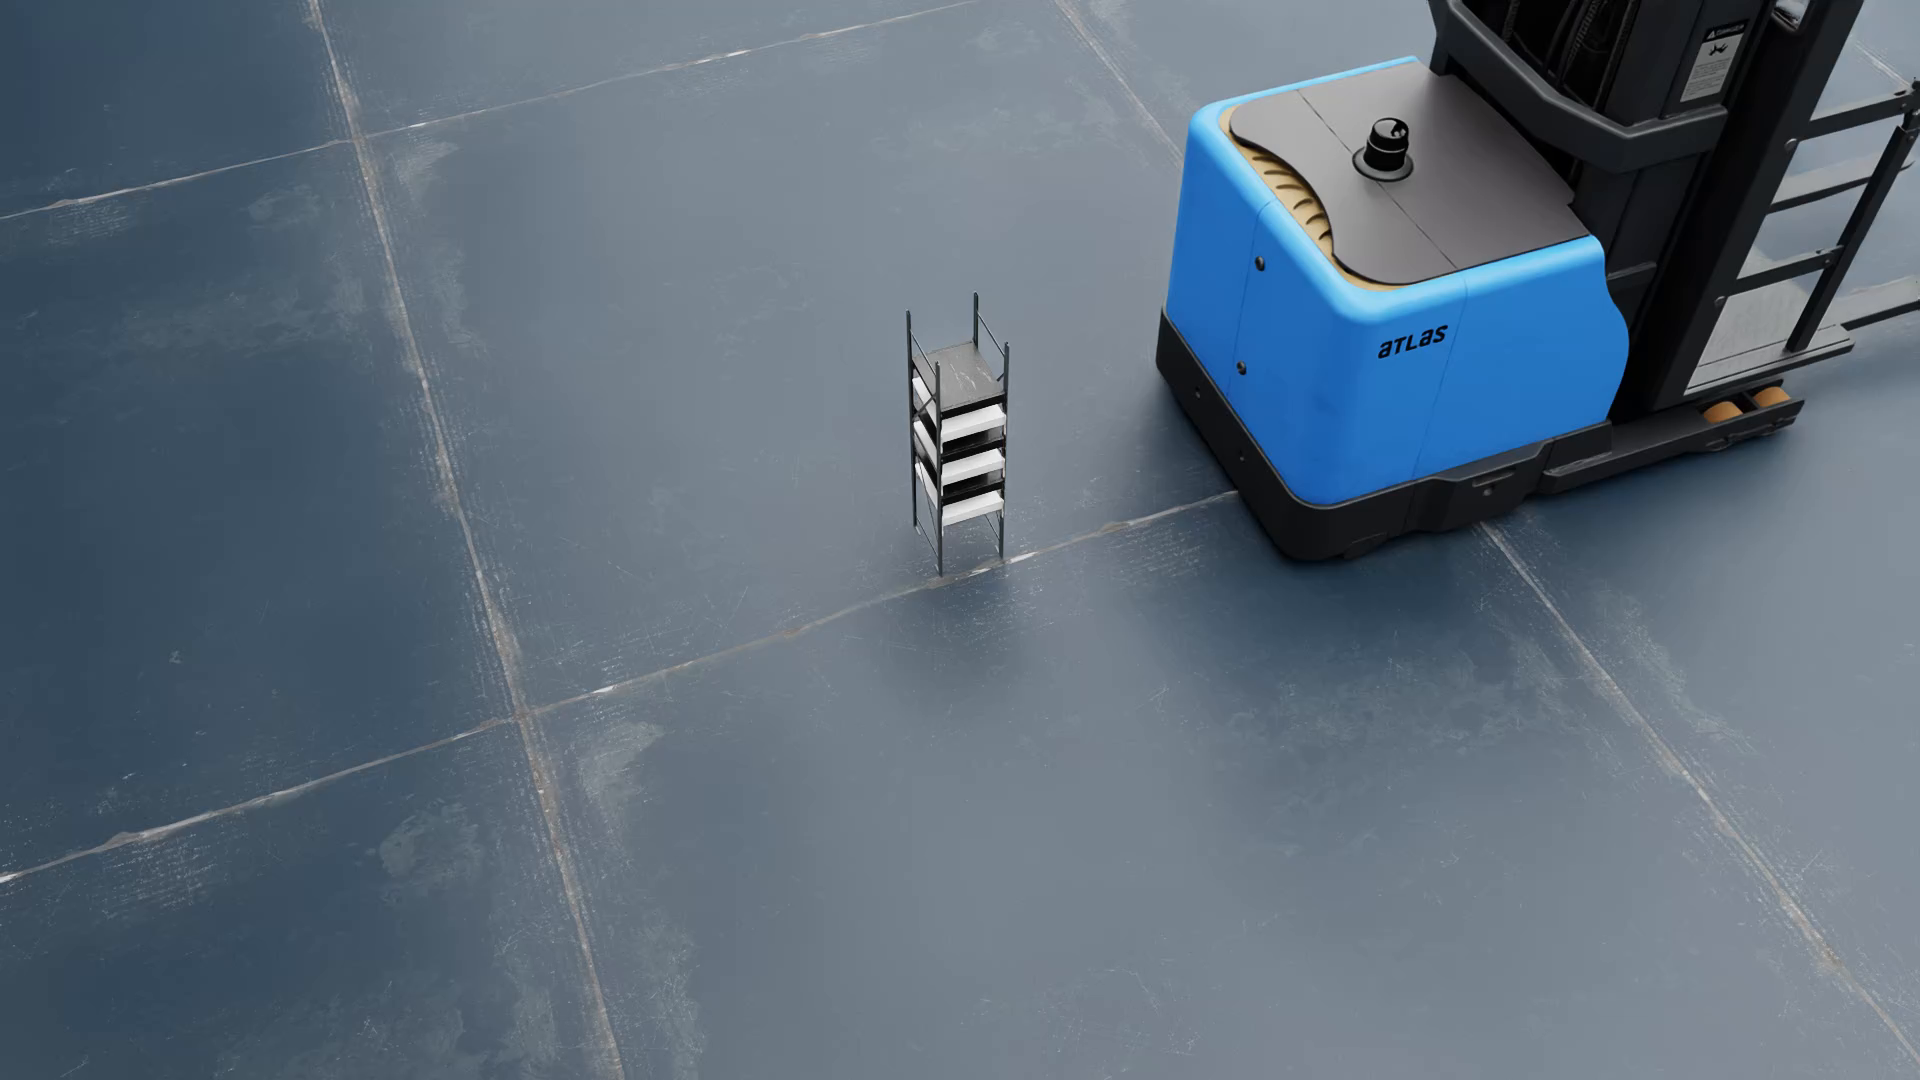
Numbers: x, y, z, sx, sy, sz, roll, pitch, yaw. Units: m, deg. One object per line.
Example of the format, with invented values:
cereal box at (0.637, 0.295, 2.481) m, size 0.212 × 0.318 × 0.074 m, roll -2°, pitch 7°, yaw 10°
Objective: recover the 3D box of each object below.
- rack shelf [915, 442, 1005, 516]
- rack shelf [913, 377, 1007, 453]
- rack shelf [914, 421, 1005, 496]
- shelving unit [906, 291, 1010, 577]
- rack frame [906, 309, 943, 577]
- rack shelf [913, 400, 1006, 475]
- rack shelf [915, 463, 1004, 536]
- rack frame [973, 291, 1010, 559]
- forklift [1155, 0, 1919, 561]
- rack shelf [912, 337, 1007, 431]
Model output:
rack shelf at (-0.008, -0.211, 5.000) m, size 0.200 × 0.077 × 0.258 m, roll -17°, pitch 52°, yaw -14°
rack shelf at (-0.008, -0.386, 4.795) m, size 0.200 × 0.077 × 0.258 m, roll -17°, pitch 52°, yaw -14°
rack shelf at (-0.008, -0.269, 4.932) m, size 0.200 × 0.077 × 0.258 m, roll -17°, pitch 52°, yaw -14°
shelving unit at (-0.008, -0.291, 4.907) m, size 0.210 × 0.900 × 0.258 m, roll -17°, pitch 52°, yaw -14°
rack frame at (-0.102, -0.262, 4.882) m, size 0.006 × 0.900 × 0.240 m, roll -17°, pitch 52°, yaw -14°
rack shelf at (-0.008, -0.328, 4.864) m, size 0.200 × 0.077 × 0.258 m, roll -17°, pitch 52°, yaw -14°
rack shelf at (-0.008, -0.152, 5.068) m, size 0.200 × 0.077 × 0.258 m, roll -17°, pitch 52°, yaw -14°
rack frame at (0.087, -0.320, 4.932) m, size 0.006 × 0.900 × 0.240 m, roll -17°, pitch 52°, yaw -14°
forklift at (2.237, -1.608, 4.699) m, size 3.031 × 2.935 × 1.130 m, roll -16°, pitch 51°, yaw -14°
rack shelf at (-0.008, -0.445, 4.727) m, size 0.200 × 0.077 × 0.258 m, roll -17°, pitch 52°, yaw -14°
